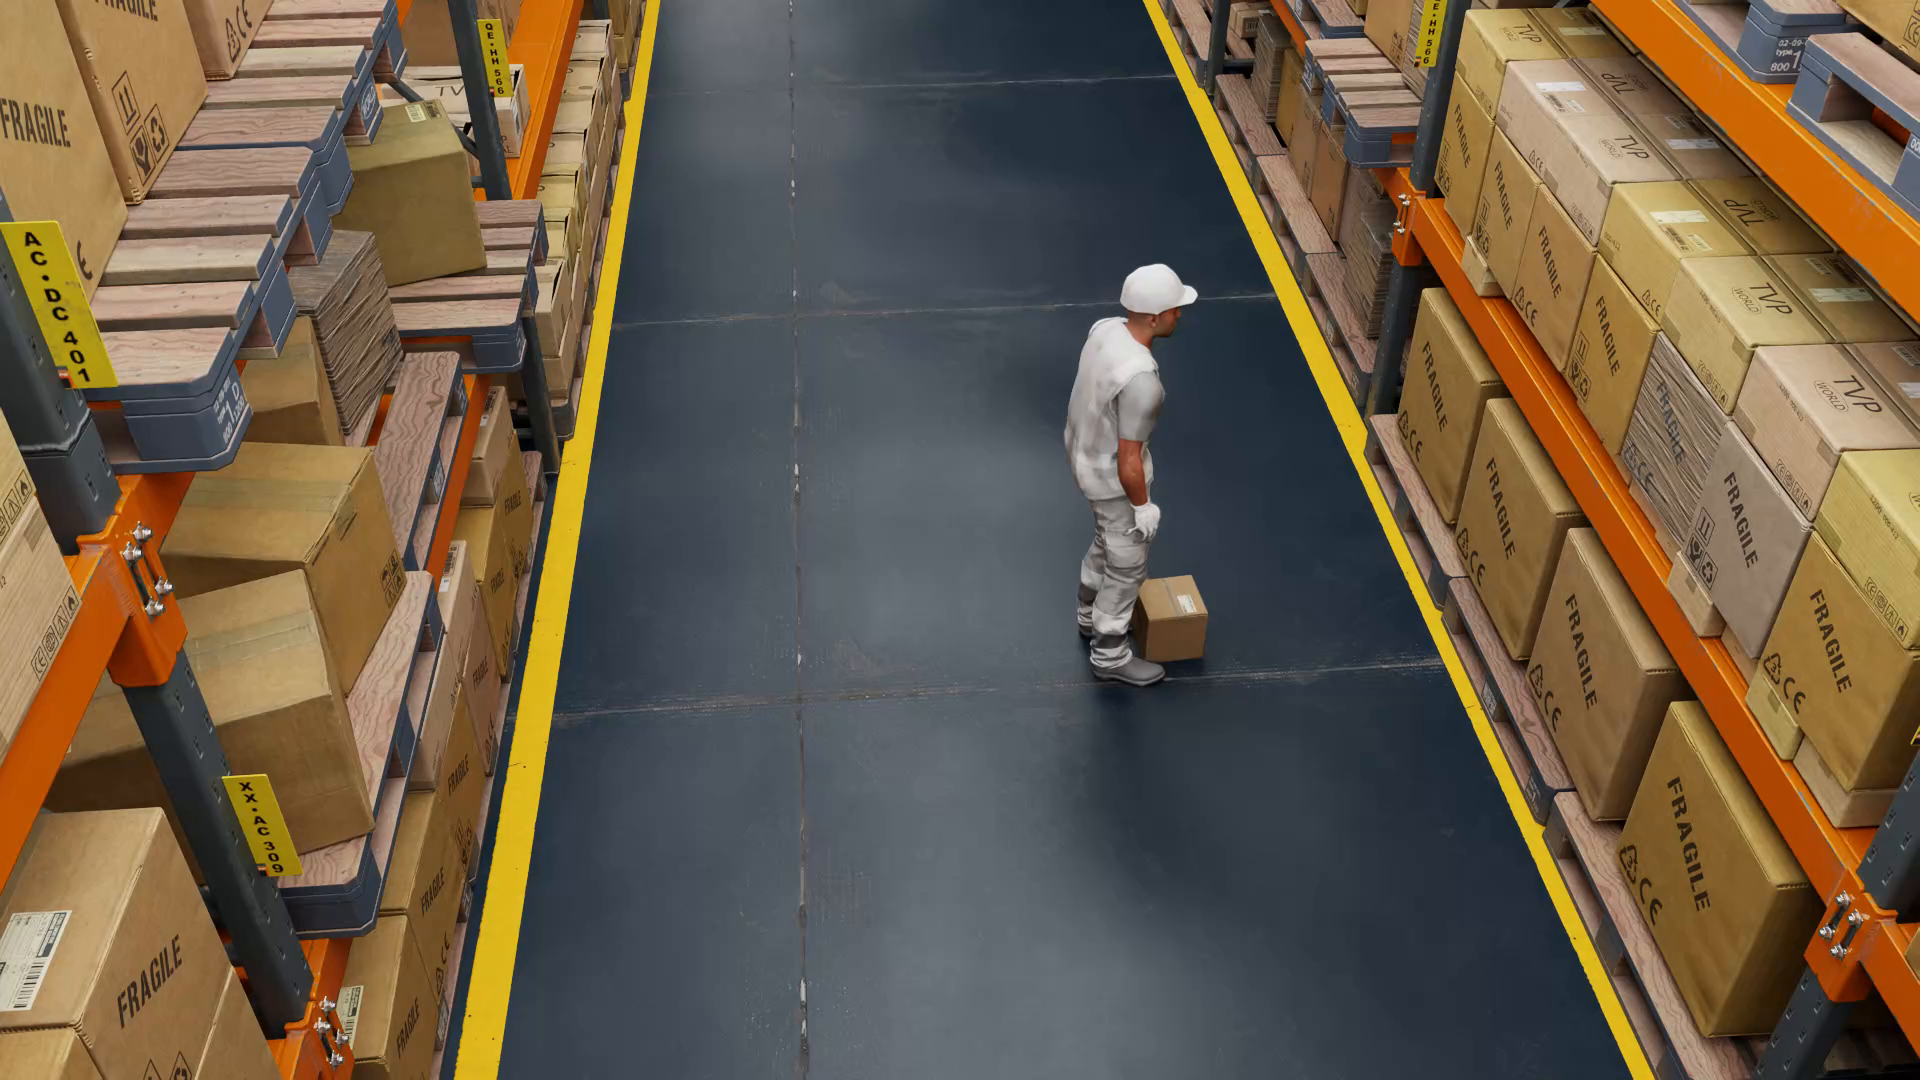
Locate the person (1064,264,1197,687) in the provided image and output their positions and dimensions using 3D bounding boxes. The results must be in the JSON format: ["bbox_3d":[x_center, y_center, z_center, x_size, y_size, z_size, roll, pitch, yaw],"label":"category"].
[{"bbox_3d":[0.640,-0.258,6.465,0.453,1.778,0.616,-5,39,-7],"label":"person"}]
